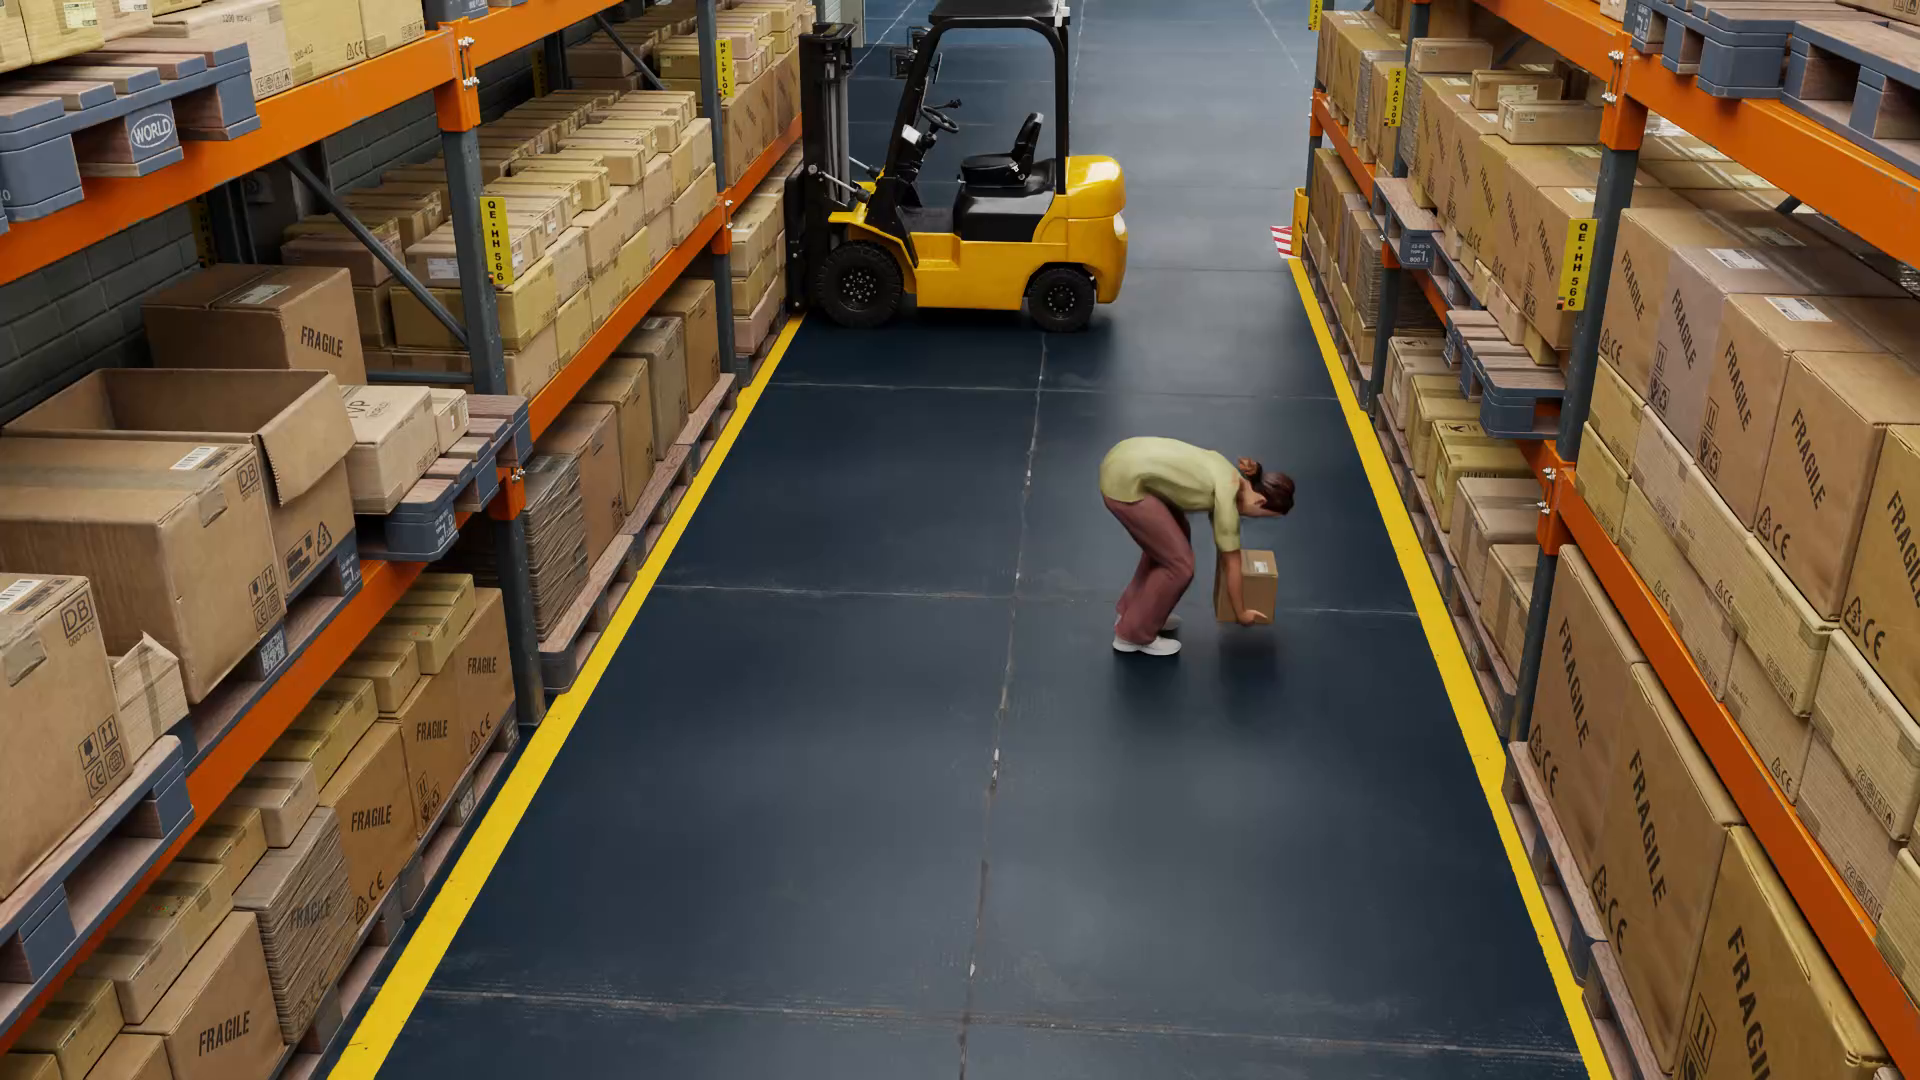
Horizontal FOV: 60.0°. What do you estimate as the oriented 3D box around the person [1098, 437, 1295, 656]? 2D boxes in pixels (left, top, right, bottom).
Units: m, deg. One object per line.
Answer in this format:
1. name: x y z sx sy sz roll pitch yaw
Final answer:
1. person: 1.038 0.016 7.414 0.860 0.973 0.453 1 25 2
